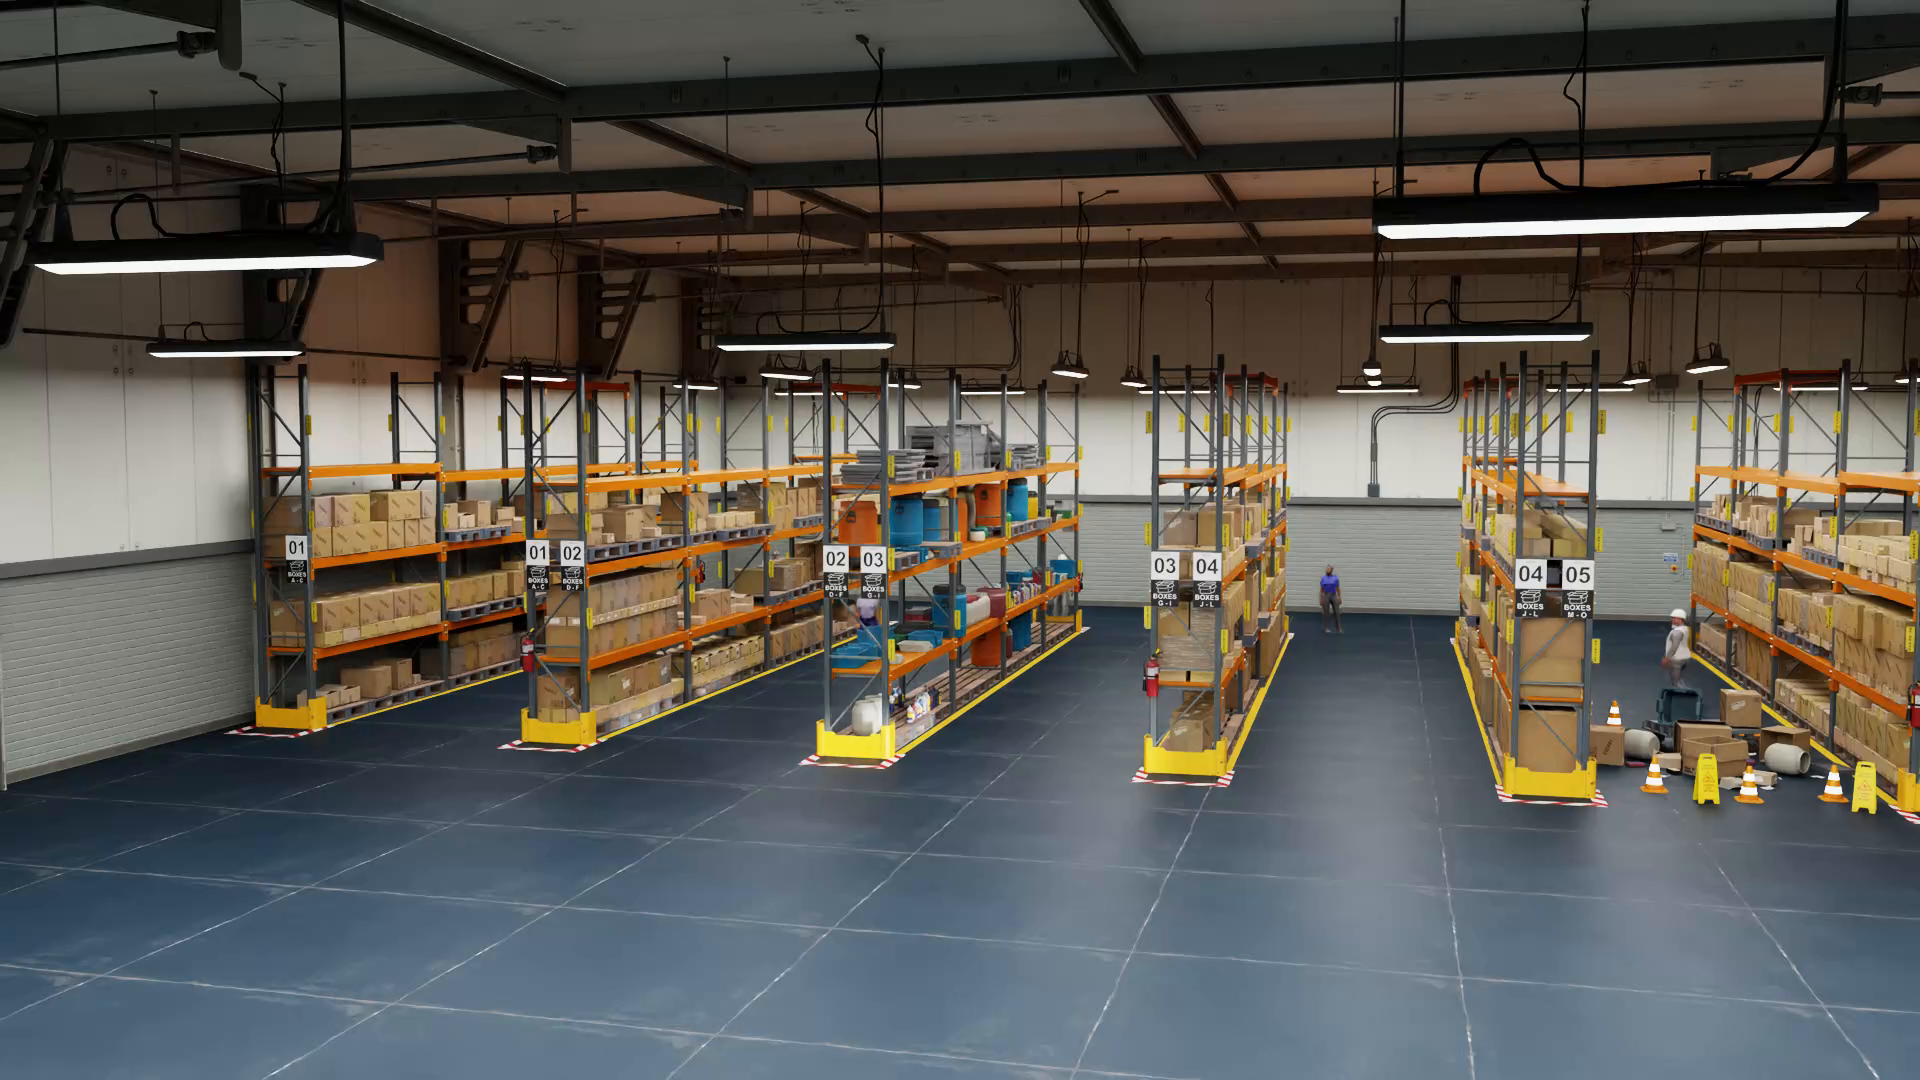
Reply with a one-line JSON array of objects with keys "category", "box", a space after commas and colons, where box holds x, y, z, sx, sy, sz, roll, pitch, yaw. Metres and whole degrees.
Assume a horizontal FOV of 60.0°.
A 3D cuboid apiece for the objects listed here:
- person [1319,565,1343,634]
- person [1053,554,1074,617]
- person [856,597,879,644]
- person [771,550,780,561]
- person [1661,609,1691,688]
[{"category": "person", "box": [8.940, 1.428, 40.061, 0.577, 1.646, 0.317, 0, 4, 2]}, {"category": "person", "box": [2.556, 1.255, 41.678, 0.624, 1.773, 0.548, 2, 4, 24]}, {"category": "person", "box": [-1.944, 1.760, 34.945, 0.471, 1.605, 0.665, 1, 4, 11]}, {"category": "person", "box": [-4.856, 1.103, 44.364, 0.497, 1.708, 0.479, 2, 4, 24]}, {"category": "person", "box": [12.582, 2.089, 29.204, 0.562, 1.766, 0.487, -2, 4, -28]}]
